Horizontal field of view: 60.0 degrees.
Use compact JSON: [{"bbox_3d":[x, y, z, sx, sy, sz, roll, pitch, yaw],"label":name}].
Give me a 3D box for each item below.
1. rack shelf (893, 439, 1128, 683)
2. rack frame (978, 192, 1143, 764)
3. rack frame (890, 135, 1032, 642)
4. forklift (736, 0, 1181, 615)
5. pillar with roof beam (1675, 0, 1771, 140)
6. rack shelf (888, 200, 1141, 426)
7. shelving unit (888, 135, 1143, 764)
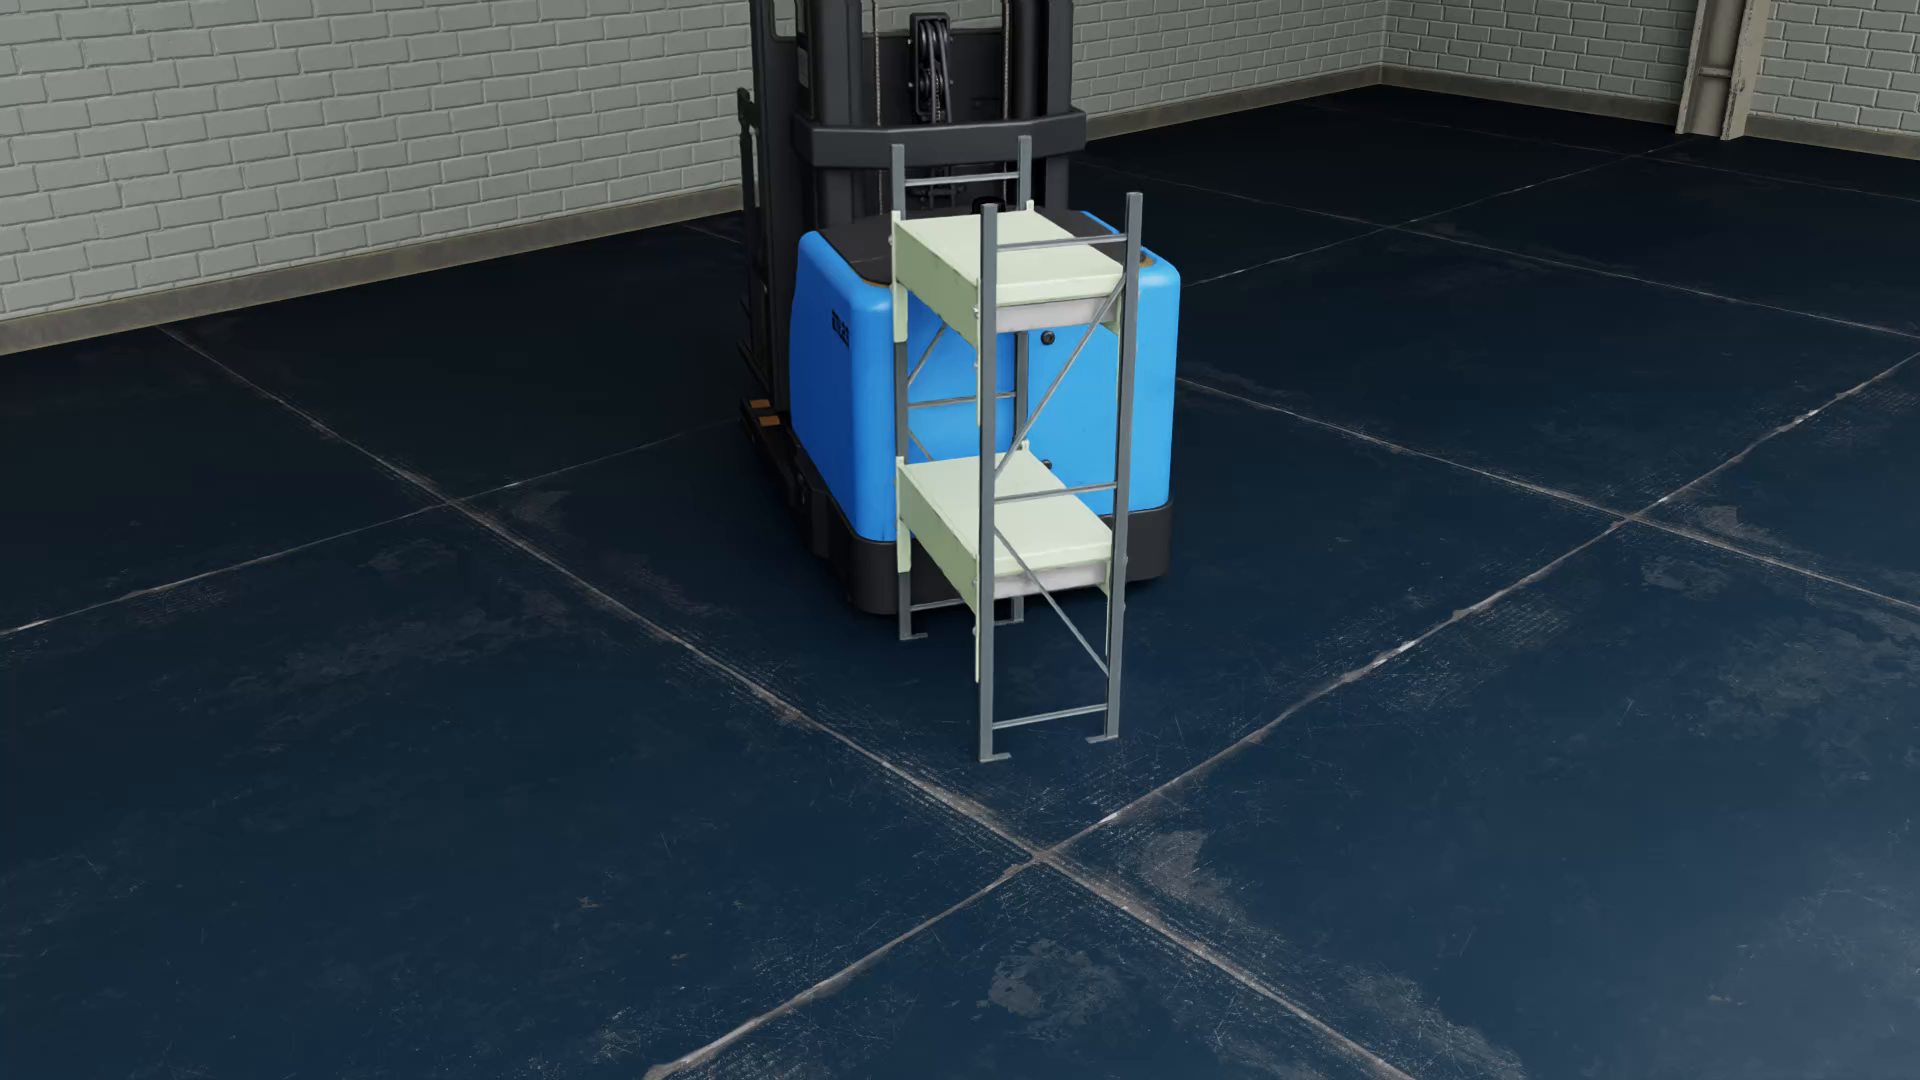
[{"bbox_3d":[0.122,0.038,4.645,0.431,0.370,0.720,-8,26,-17],"label":"rack shelf"},{"bbox_3d":[0.240,-0.115,4.195,0.400,1.500,0.023,-8,26,-17],"label":"rack frame"},{"bbox_3d":[0.005,-0.403,4.825,0.400,1.500,0.023,-8,26,-17],"label":"rack frame"},{"bbox_3d":[-0.240,-1.692,5.928,1.130,2.935,3.031,-7,26,-15],"label":"forklift"},{"bbox_3d":[2.438,-5.897,7.834,9.100,9.000,0.400,-21,32,-38],"label":"pillar with roof beam"},{"bbox_3d":[0.122,-0.614,4.348,0.431,0.370,0.720,-8,26,-17],"label":"rack shelf"},{"bbox_3d":[0.122,-0.259,4.510,0.431,1.500,0.755,-8,26,-17],"label":"shelving unit"}]
